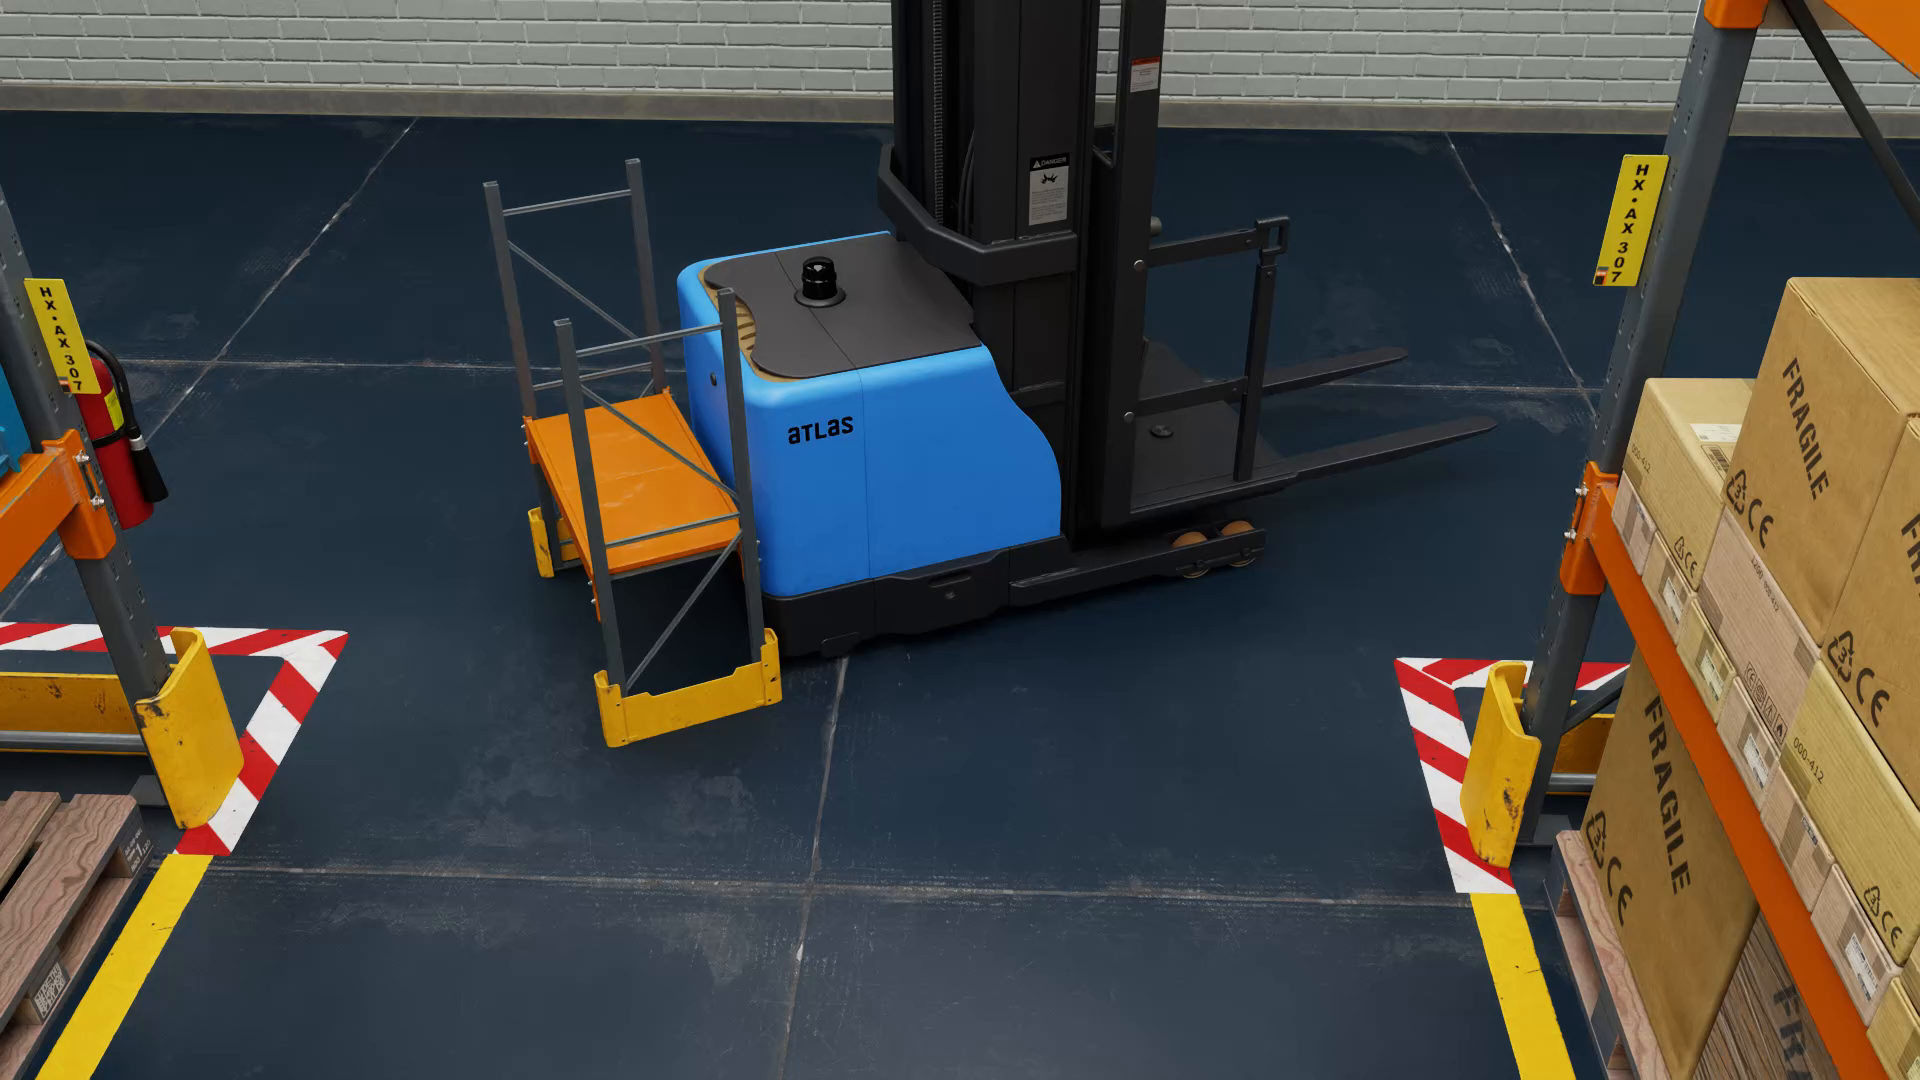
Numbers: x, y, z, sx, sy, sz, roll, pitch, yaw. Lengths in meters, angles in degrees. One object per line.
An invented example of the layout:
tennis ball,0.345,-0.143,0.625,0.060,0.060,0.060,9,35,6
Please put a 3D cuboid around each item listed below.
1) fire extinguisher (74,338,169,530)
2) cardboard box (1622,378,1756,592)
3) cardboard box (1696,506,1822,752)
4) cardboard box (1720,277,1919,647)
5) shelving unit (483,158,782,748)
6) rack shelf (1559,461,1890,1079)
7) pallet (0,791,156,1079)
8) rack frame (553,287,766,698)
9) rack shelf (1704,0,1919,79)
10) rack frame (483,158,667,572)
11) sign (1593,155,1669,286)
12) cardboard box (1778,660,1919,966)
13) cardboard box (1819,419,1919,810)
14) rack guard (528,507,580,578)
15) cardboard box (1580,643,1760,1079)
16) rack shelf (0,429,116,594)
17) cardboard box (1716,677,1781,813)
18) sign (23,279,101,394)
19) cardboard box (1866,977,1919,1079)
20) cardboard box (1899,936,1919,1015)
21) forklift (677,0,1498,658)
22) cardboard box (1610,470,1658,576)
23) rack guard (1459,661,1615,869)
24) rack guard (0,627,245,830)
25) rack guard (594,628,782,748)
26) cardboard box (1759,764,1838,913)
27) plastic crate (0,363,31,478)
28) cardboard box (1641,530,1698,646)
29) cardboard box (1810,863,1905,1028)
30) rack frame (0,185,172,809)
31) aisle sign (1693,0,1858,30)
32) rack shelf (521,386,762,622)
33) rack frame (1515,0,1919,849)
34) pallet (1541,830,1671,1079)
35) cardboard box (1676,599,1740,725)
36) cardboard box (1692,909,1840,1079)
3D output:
fire extinguisher,-2.374,-0.344,4.523,0.296,0.674,0.183,1,35,2
cardboard box,1.826,-0.129,3.696,0.500,0.250,0.500,0,35,1
cardboard box,1.812,0.170,3.271,0.500,0.250,0.500,1,35,1
cardboard box,1.806,-0.148,3.072,0.500,0.500,0.500,1,35,1
shelving unit,-1.068,-0.299,5.370,0.587,1.500,1.083,-14,38,-19
rack shelf,2.035,1.105,2.694,1.077,0.370,4.000,1,35,2
pallet,-2.906,1.161,4.414,1.003,0.211,1.213,1,35,2
rack frame,-0.860,-0.026,4.983,0.500,1.500,0.032,-14,38,-19
rack shelf,2.035,-0.122,1.832,1.077,0.370,4.000,1,35,2
rack frame,-1.269,-0.562,5.744,0.500,1.500,0.032,-14,38,-19
sign,1.561,-0.741,3.874,0.100,0.325,0.005,1,35,2
cardboard box,1.788,0.459,2.861,0.500,0.250,0.500,0,35,0
cardboard box,1.791,0.149,2.648,0.500,0.500,0.500,0,35,1
rack guard,-1.267,-0.050,6.103,0.587,0.250,0.087,-14,38,-19
cardboard box,2.169,0.729,4.087,0.875,0.875,0.875,1,35,2
rack shelf,-2.914,0.991,2.857,1.077,0.370,4.000,1,35,2
cardboard box,1.743,0.406,3.283,0.380,0.149,0.250,1,35,1
sign,-2.283,-0.516,4.233,0.100,0.325,0.005,1,35,2
cardboard box,1.711,0.845,2.658,0.380,0.149,0.250,0,35,1
cardboard box,1.772,0.758,2.434,0.500,0.250,0.500,1,35,1
forklift,0.579,-1.330,5.593,3.031,2.935,1.130,-13,37,-17
cardboard box,1.771,-0.039,3.915,0.380,0.149,0.250,2,35,2
rack guard,2.116,0.671,4.861,1.175,0.500,0.348,1,35,2
rack guard,-2.846,0.556,5.024,1.175,0.500,0.348,1,35,2
rack guard,-0.867,0.475,5.357,0.587,0.250,0.087,-14,38,-19
cardboard box,1.732,0.552,3.075,0.380,0.149,0.250,1,35,1
plastic crate,-2.661,-0.295,3.978,0.616,0.435,0.499,1,35,2
cardboard box,1.762,0.109,3.705,0.380,0.149,0.250,1,35,1
cardboard box,1.722,0.700,2.864,0.380,0.149,0.250,1,35,1
rack frame,-2.834,-0.452,4.285,1.000,3.000,0.127,1,35,2
aisle sign,1.818,-1.450,3.443,0.394,0.787,0.004,1,35,2
rack shelf,-1.064,-0.147,5.467,0.538,0.185,1.000,-14,38,-19
rack frame,2.115,-0.338,4.122,1.000,3.000,0.127,1,35,2
pallet,2.161,1.264,4.268,1.003,0.211,1.213,1,35,2
cardboard box,1.752,0.256,3.496,0.380,0.149,0.250,1,35,1
cardboard box,2.133,1.252,3.343,0.875,0.875,0.875,1,35,2
